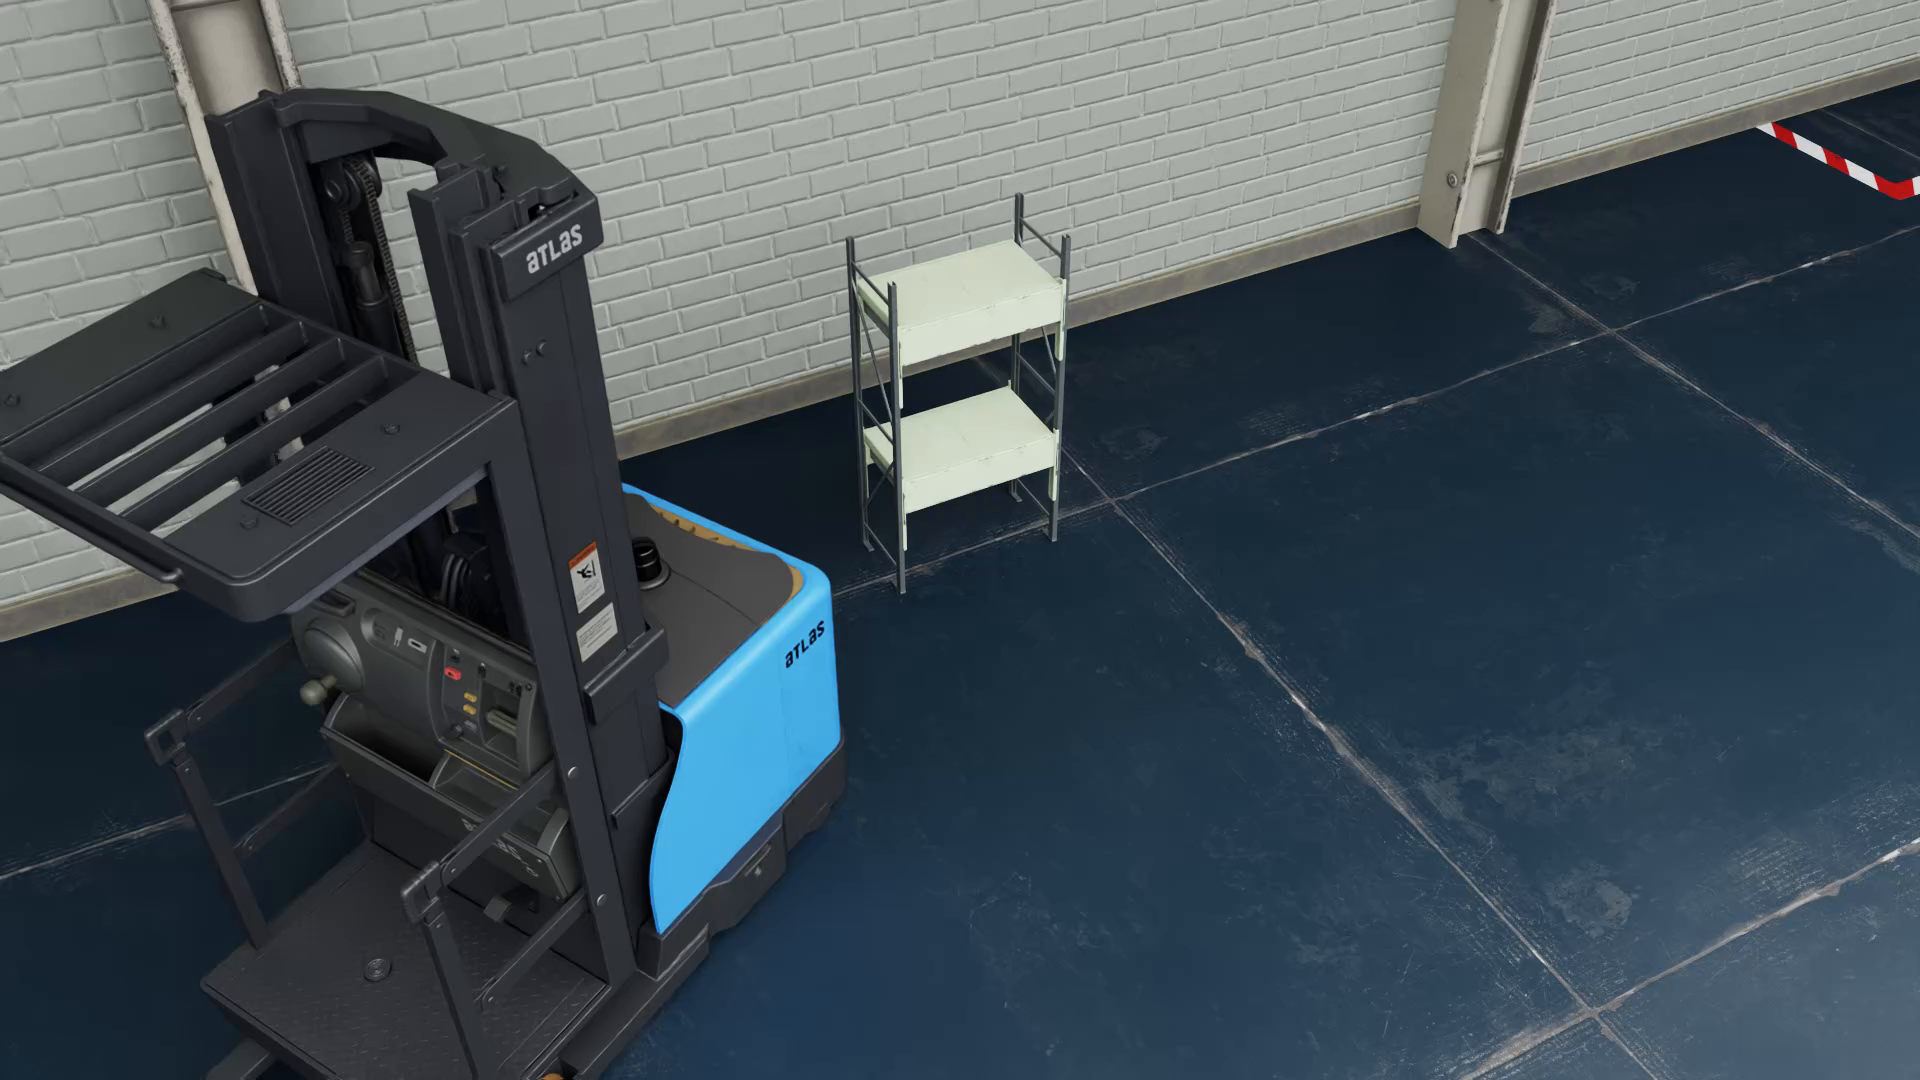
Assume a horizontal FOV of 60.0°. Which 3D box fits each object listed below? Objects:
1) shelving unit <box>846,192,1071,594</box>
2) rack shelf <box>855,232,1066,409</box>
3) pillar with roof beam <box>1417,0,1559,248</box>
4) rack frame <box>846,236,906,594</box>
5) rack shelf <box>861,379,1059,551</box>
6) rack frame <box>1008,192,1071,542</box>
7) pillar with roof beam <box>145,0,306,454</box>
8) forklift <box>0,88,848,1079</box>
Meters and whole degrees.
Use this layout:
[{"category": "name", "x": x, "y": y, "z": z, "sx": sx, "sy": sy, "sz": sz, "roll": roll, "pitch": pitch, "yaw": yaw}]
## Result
[{"category": "shelving unit", "x": -0.006, "y": -0.570, "z": 6.763, "sx": 0.755, "sy": 1.500, "sz": 0.431, "roll": -19, "pitch": 44, "yaw": -21}, {"category": "rack shelf", "x": -0.006, "y": -0.868, "z": 6.511, "sx": 0.720, "sy": 0.370, "sz": 0.431, "roll": -19, "pitch": 44, "yaw": -21}, {"category": "pillar with roof beam", "x": 4.780, "y": -2.717, "z": 3.495, "sx": 0.400, "sy": 9.000, "sz": 9.100, "roll": -19, "pitch": 44, "yaw": -21}, {"category": "rack frame", "x": -0.331, "y": -0.461, "z": 6.634, "sx": 0.023, "sy": 1.500, "sz": 0.400, "roll": -19, "pitch": 44, "yaw": -21}, {"category": "rack shelf", "x": -0.006, "y": -0.322, "z": 6.974, "sx": 0.720, "sy": 0.370, "sz": 0.431, "roll": -19, "pitch": 44, "yaw": -21}, {"category": "rack frame", "x": 0.319, "y": -0.680, "z": 6.892, "sx": 0.023, "sy": 1.500, "sz": 0.400, "roll": -19, "pitch": 44, "yaw": -21}, {"category": "pillar with roof beam", "x": -0.541, "y": -0.926, "z": 1.379, "sx": 0.400, "sy": 9.000, "sz": 9.100, "roll": -19, "pitch": 44, "yaw": -21}, {"category": "forklift", "x": -1.627, "y": 0.443, "z": 4.458, "sx": 1.130, "sy": 2.935, "sz": 3.031, "roll": 22, "pitch": 45, "yaw": 24}]
